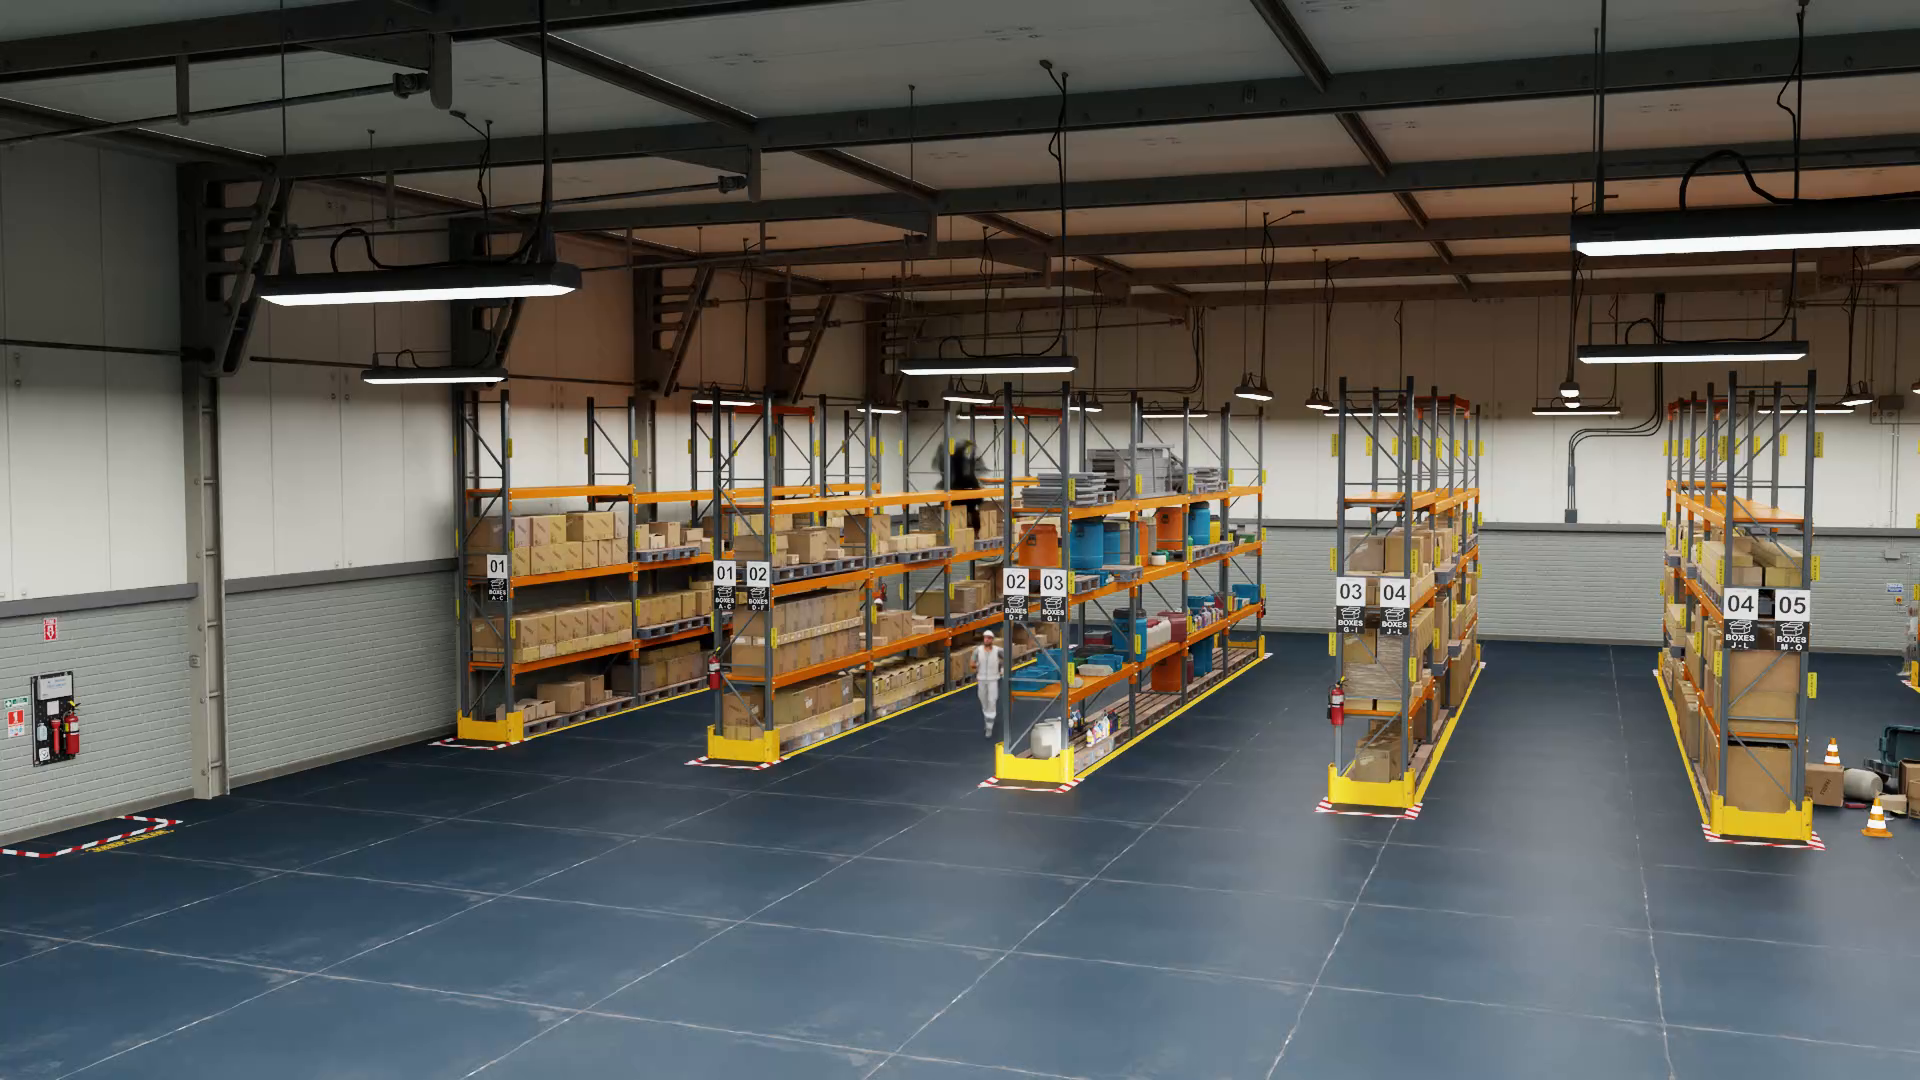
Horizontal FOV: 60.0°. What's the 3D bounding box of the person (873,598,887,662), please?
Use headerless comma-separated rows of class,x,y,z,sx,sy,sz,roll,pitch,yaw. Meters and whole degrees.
person,-1.783,2.136,36.298,0.661,1.719,0.569,1,3,22

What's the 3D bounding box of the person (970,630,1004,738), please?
person,0.490,2.485,29.036,0.636,1.821,0.843,1,3,13

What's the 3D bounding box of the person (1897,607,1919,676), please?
person,20.814,2.230,36.202,0.580,1.570,0.813,-3,4,-44
